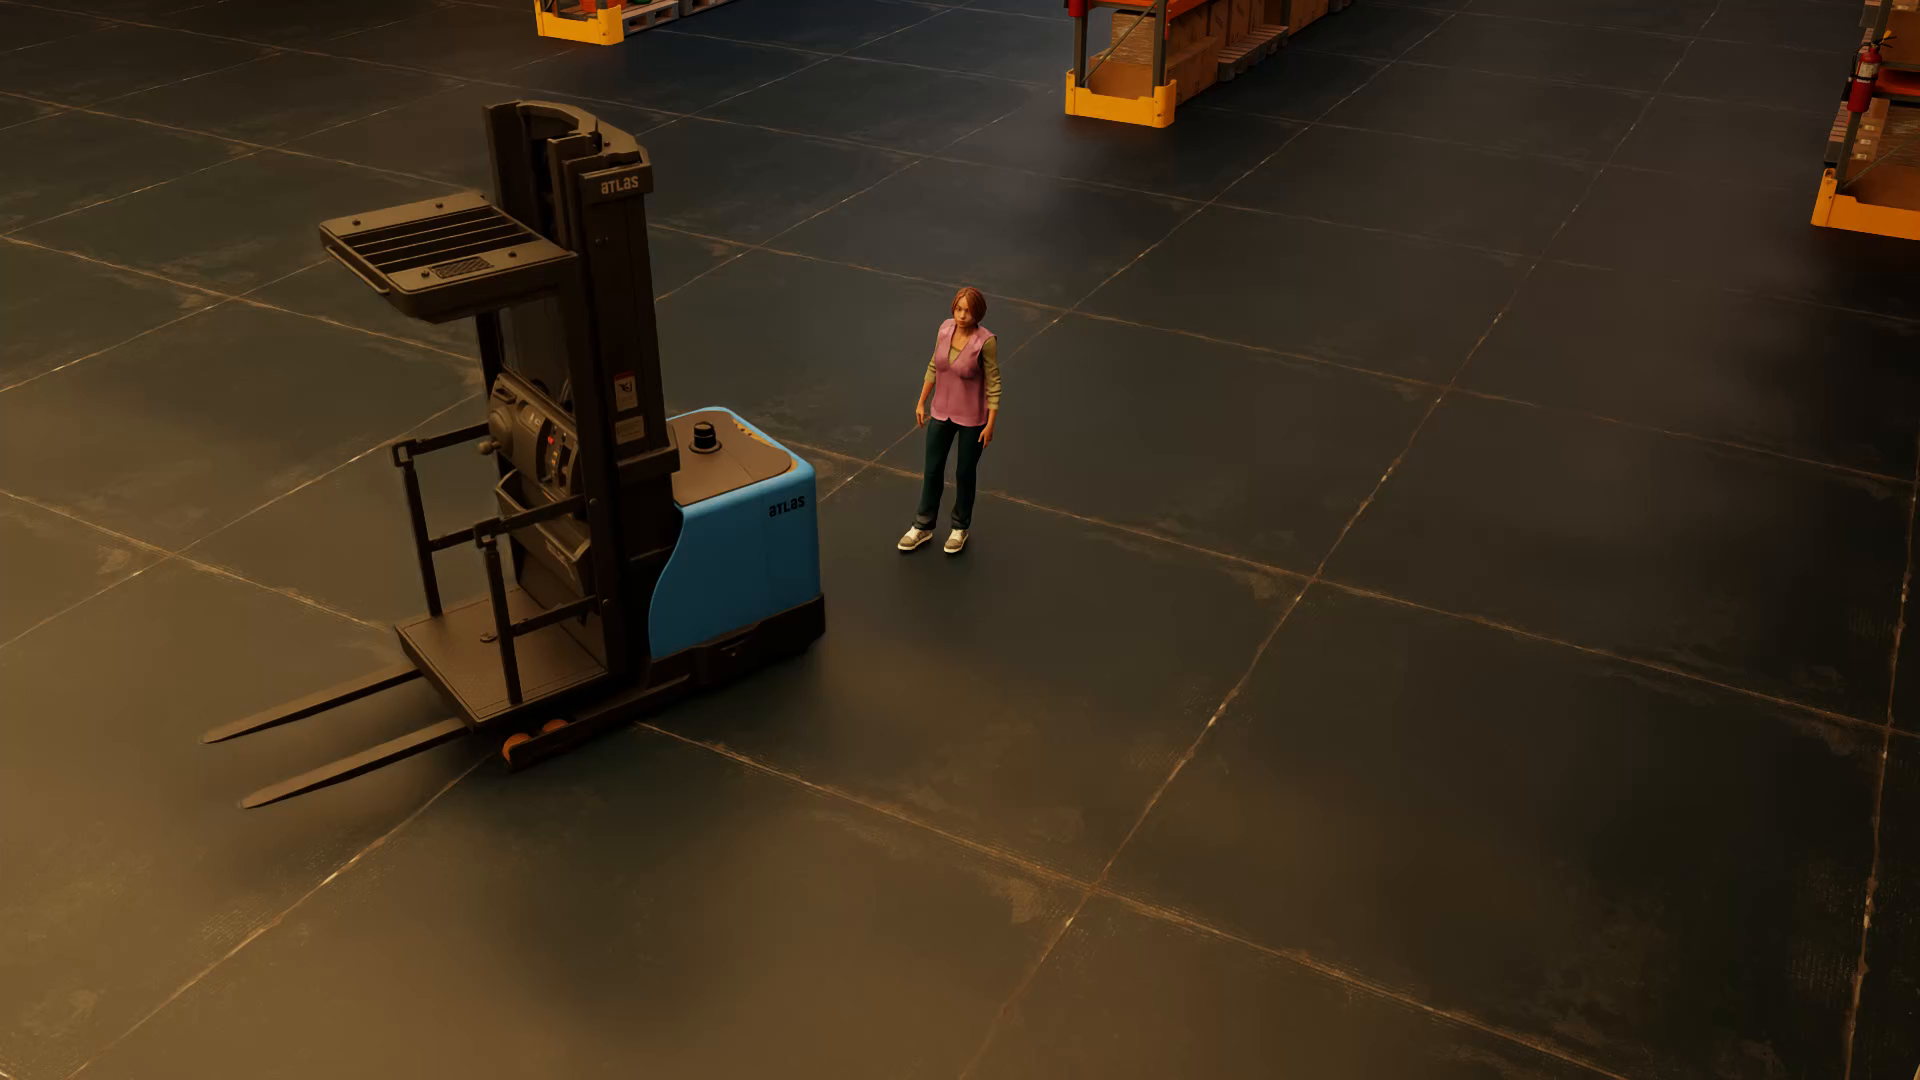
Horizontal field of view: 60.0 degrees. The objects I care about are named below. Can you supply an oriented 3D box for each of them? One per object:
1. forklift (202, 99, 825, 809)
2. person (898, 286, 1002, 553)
[{"bbox_3d":[-2.210,-0.461,7.869,3.031,2.935,1.130,-21,36,-32],"label":"forklift"},{"bbox_3d":[-0.048,-0.669,9.550,0.520,1.597,0.476,15,33,25],"label":"person"}]
